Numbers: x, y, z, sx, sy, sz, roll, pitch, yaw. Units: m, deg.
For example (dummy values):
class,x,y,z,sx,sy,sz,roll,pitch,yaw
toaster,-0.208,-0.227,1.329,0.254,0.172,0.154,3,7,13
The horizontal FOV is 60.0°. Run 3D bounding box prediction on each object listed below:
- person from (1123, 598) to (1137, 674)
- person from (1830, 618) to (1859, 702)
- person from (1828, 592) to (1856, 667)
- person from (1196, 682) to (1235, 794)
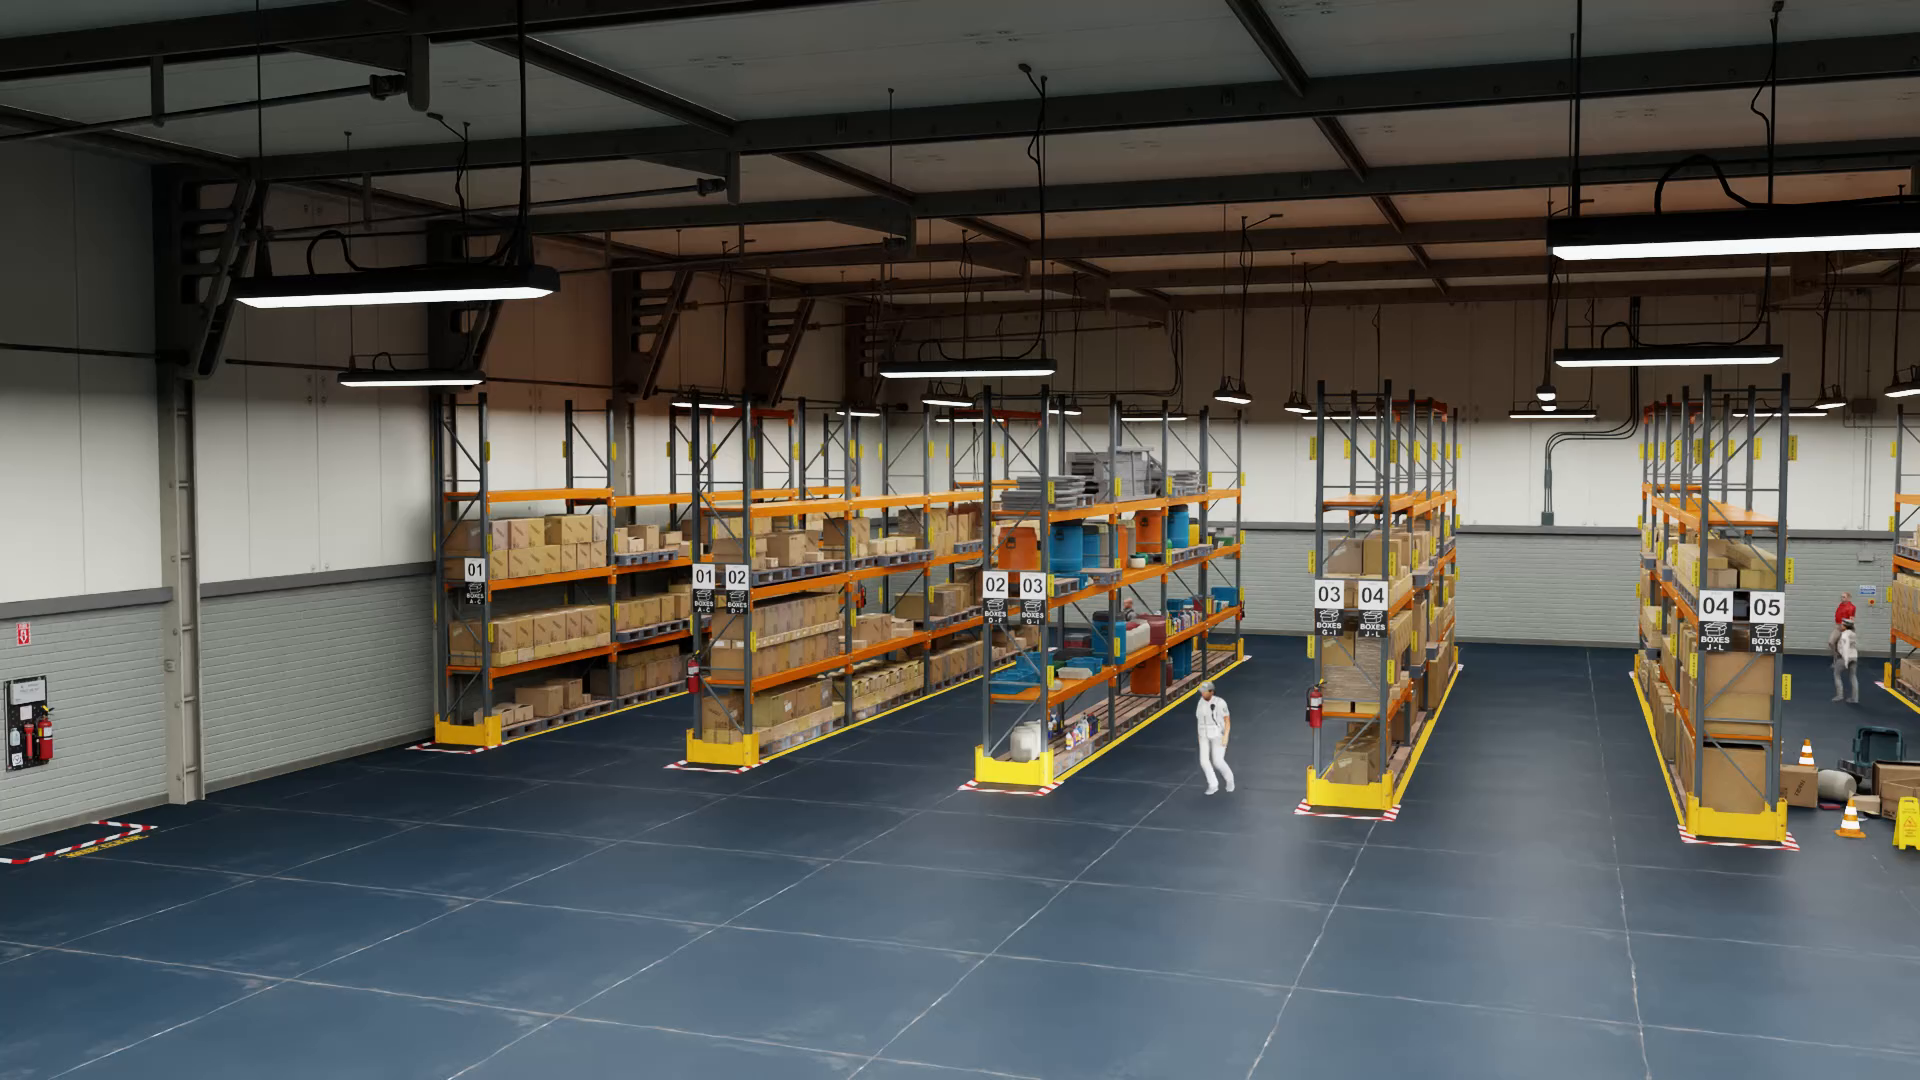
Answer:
class,x,y,z,sx,sy,sz,roll,pitch,yaw
person,3.690,2.185,37.107,0.637,1.770,0.604,-2,4,-37
person,17.722,2.419,33.124,0.473,1.715,0.555,-1,3,-10
person,20.492,2.112,38.542,0.530,1.801,0.574,-1,3,-12
person,3.726,2.888,24.414,0.553,1.647,0.552,3,4,41
